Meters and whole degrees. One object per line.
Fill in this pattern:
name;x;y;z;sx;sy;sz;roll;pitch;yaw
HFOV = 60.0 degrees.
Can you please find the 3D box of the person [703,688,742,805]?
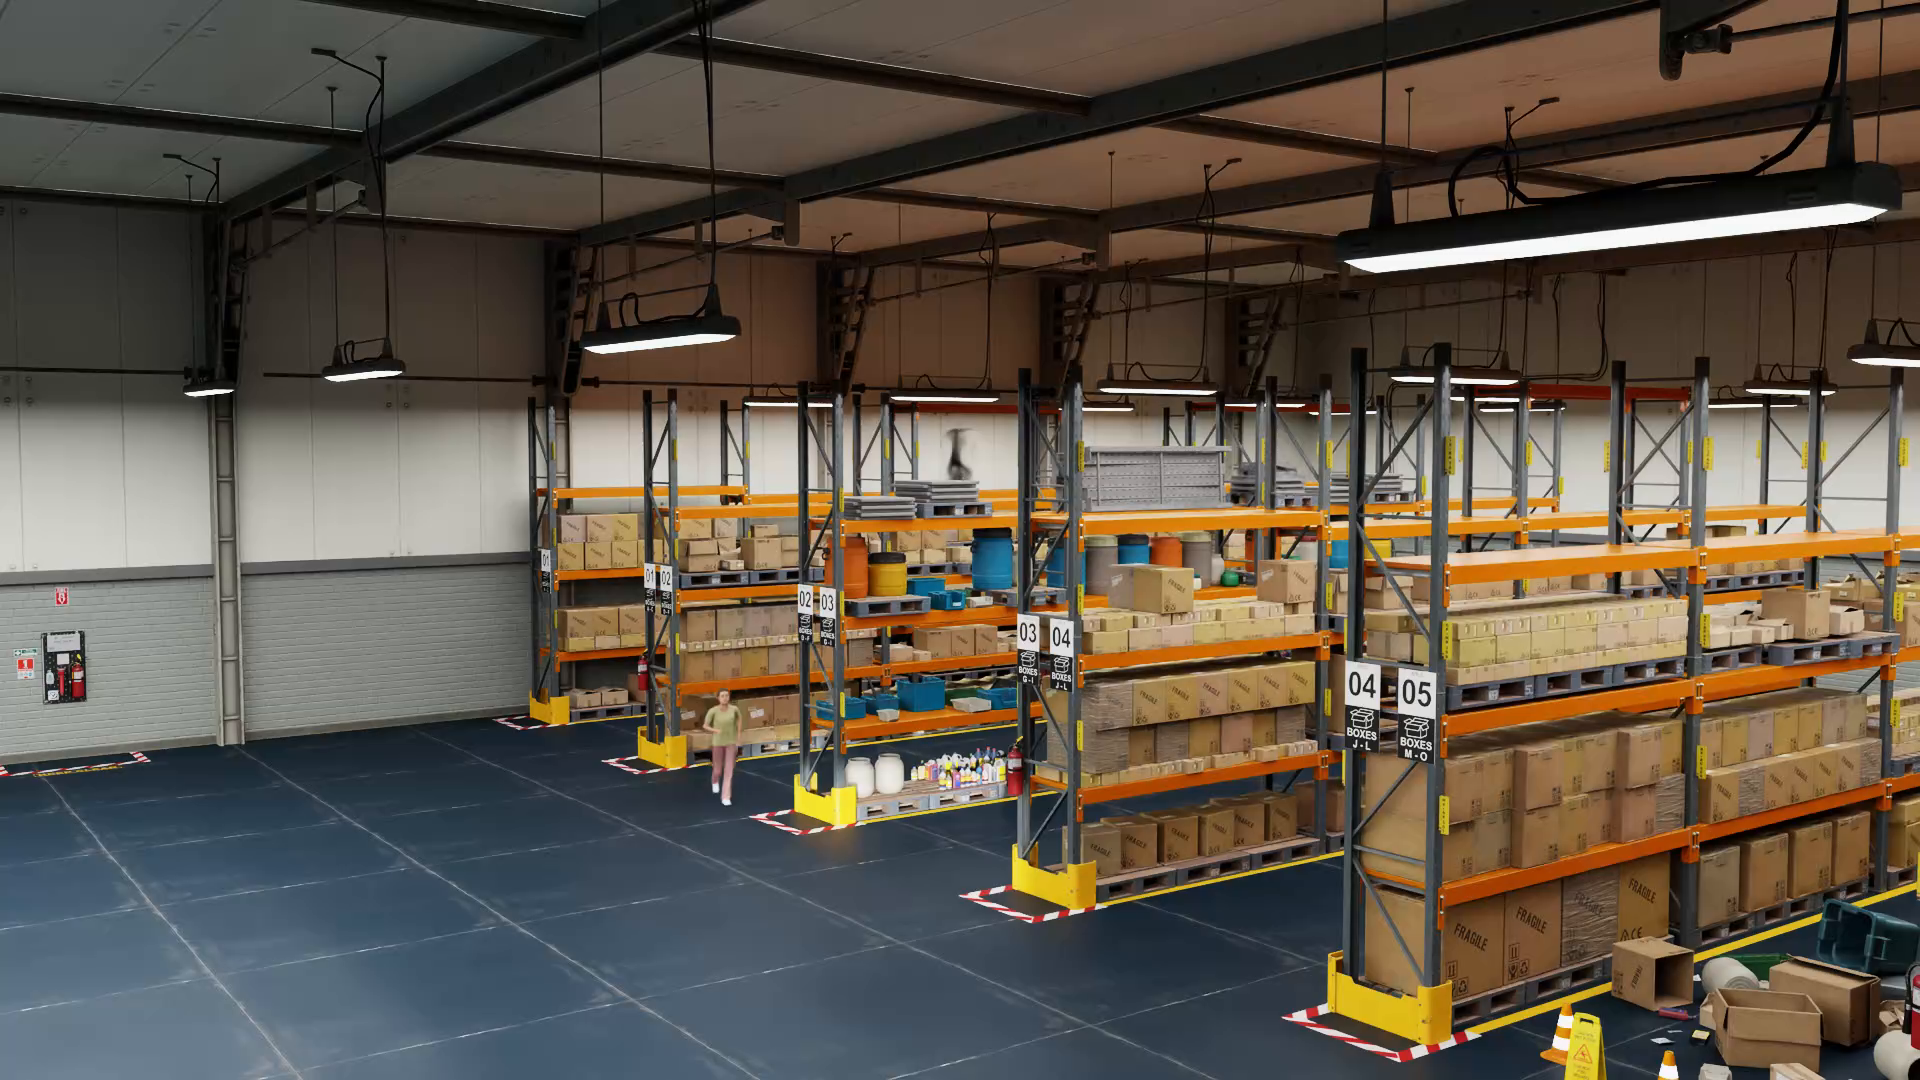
person;-3.376;2.933;23.760;0.590;1.632;0.790;-1;4;-18
